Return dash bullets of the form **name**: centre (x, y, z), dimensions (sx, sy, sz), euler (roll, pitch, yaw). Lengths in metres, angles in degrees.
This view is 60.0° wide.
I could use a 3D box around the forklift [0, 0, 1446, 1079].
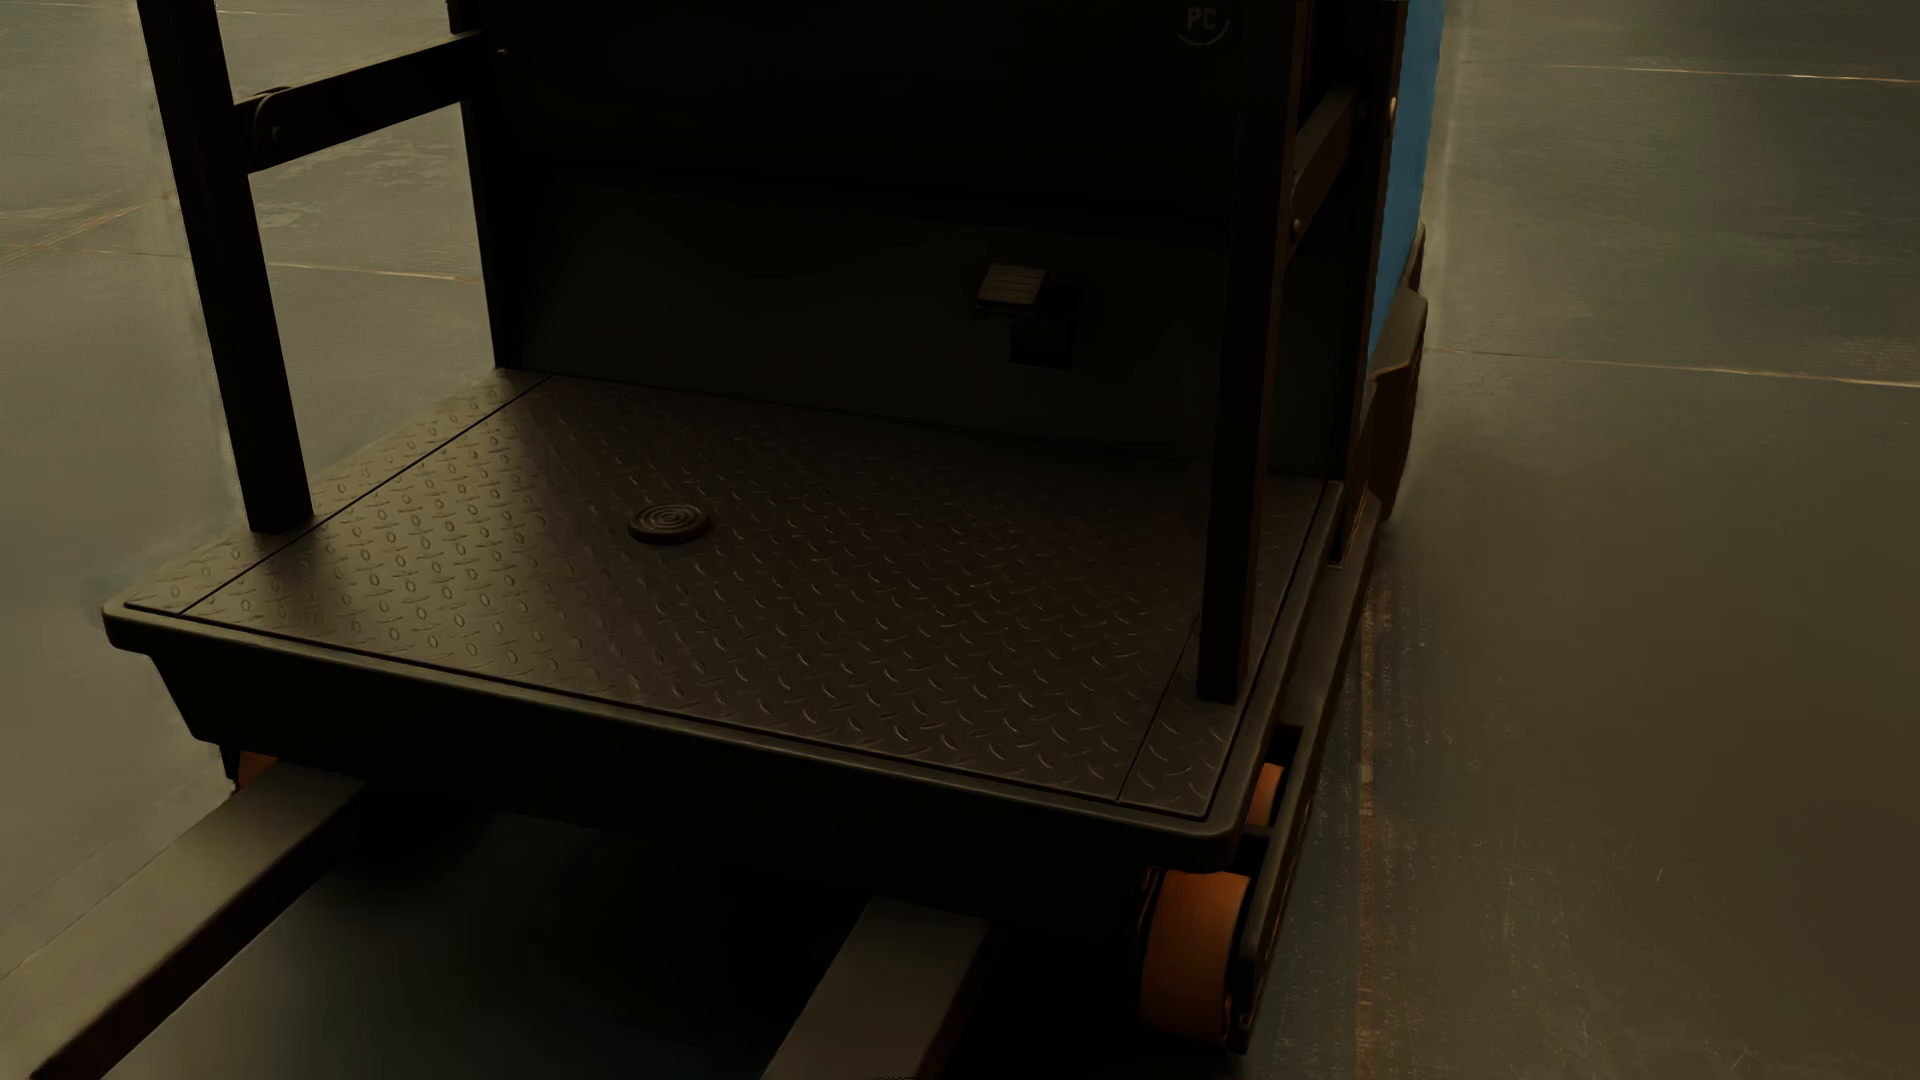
- **forklift**: centre (-0.154, -1.044, 1.316), dimensions (1.130, 2.935, 3.031), euler (9, 28, 17)
